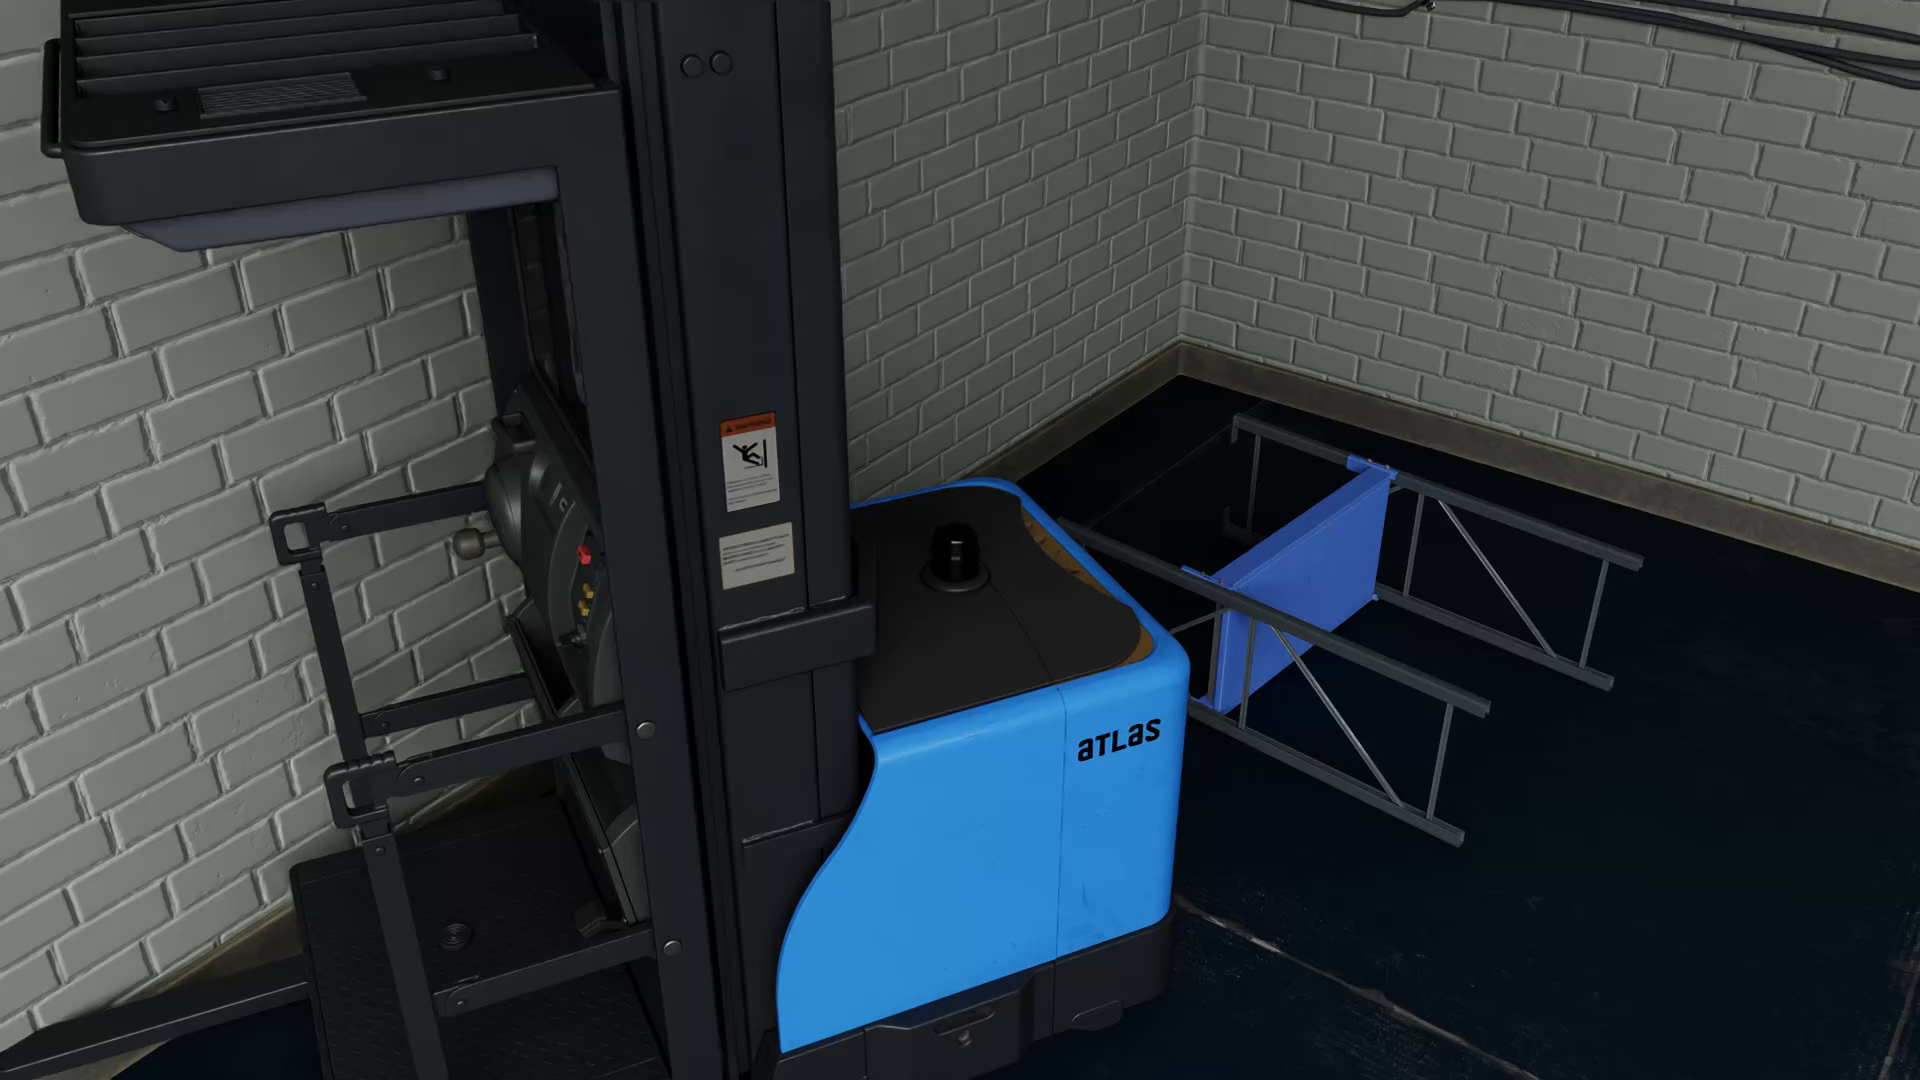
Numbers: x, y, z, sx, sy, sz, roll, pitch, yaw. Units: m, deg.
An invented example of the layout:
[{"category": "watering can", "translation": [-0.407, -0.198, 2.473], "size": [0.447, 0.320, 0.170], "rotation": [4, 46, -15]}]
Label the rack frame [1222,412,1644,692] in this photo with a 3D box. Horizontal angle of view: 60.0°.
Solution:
[{"category": "rack frame", "translation": [1.551, 0.015, 5.696], "size": [1.500, 0.500, 0.032], "rotation": [25, 39, 35]}]

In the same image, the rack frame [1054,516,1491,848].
[{"category": "rack frame", "translation": [0.870, 0.400, 5.047], "size": [1.500, 0.500, 0.032], "rotation": [25, 39, 35]}]

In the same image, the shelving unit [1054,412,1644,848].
[{"category": "shelving unit", "translation": [1.211, 0.208, 5.372], "size": [1.500, 0.538, 1.048], "rotation": [25, 39, 35]}]

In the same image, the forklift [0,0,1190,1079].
[{"category": "forklift", "translation": [-1.024, 0.013, 3.353], "size": [3.031, 2.935, 1.130], "rotation": [-13, 33, -21]}]

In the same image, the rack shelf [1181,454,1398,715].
[{"category": "rack shelf", "translation": [1.077, 0.146, 5.475], "size": [0.185, 0.538, 1.000], "rotation": [25, 39, 35]}]
